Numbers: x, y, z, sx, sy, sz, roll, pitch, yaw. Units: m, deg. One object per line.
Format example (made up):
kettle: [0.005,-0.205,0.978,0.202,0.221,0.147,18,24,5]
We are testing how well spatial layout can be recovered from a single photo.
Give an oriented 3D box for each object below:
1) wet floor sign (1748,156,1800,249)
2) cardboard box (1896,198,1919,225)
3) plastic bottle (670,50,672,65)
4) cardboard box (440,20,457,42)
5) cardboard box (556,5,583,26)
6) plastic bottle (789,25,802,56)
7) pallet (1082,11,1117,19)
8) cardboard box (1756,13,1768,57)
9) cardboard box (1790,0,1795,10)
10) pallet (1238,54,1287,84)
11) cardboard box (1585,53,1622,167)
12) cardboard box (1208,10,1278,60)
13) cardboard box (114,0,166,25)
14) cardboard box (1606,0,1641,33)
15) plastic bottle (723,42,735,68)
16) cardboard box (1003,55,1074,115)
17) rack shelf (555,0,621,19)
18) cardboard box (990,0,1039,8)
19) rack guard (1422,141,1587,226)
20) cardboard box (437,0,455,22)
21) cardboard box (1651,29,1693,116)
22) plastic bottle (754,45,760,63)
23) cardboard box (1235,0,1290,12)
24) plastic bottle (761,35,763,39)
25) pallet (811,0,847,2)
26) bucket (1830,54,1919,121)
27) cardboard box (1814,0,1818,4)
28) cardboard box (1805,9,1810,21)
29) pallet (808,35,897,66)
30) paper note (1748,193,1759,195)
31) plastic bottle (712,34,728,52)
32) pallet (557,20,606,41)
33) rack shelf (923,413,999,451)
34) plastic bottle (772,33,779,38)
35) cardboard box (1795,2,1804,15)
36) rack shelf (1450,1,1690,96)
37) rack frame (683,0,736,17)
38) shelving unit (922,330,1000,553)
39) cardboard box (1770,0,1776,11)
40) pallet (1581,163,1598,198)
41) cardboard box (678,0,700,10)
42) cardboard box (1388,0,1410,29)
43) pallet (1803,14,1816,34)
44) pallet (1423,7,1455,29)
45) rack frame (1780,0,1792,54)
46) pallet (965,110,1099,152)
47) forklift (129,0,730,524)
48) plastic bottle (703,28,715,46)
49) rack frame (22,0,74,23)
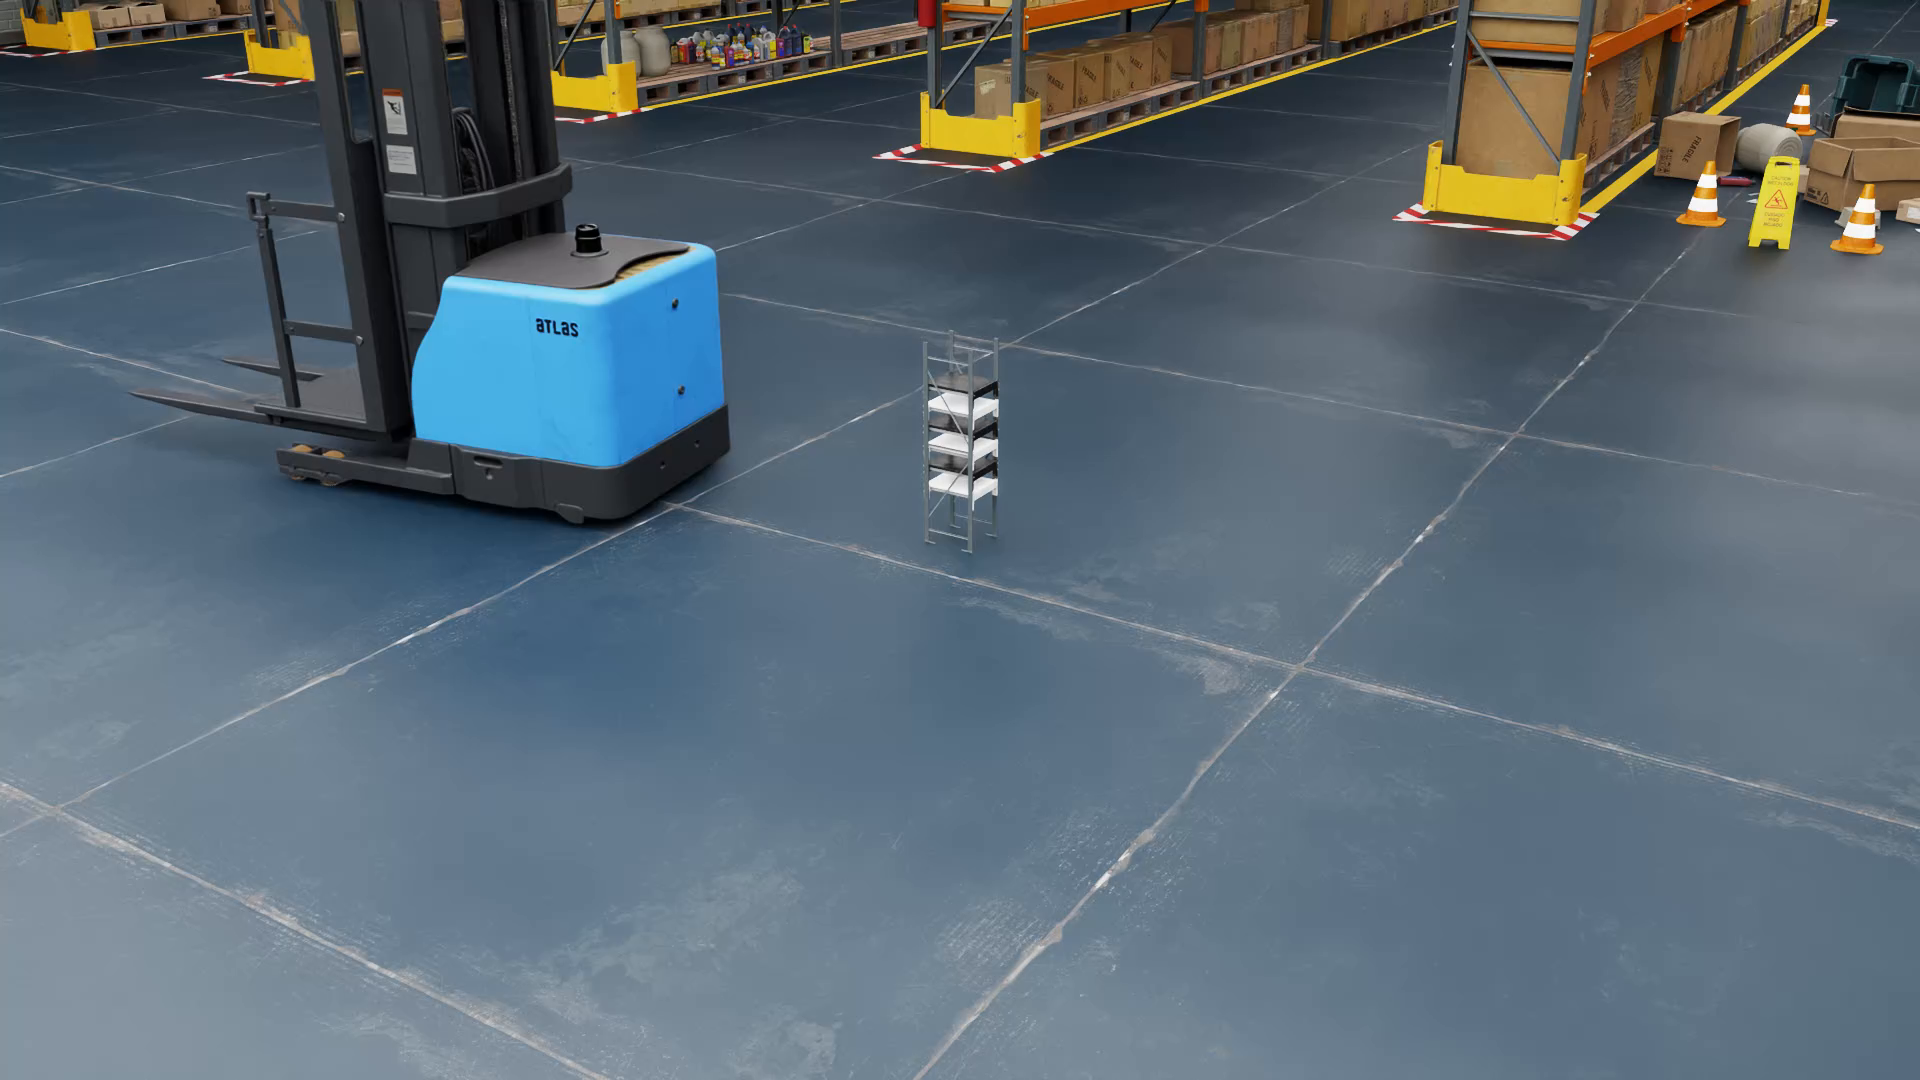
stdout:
wet floor sign: [5.976,-2.482,12.172,0.267,0.644,0.232,9,25,20]
cardboard box: [7.543,-2.541,12.933,0.250,0.149,0.380,-12,26,-26]
plastic bottle: [-3.463,-5.728,19.675,0.097,0.201,0.097,0,23,0]
cardboard box: [-7.001,-6.709,21.905,0.500,0.250,0.500,14,27,29]
cardboard box: [-5.732,-7.503,23.739,0.500,0.250,0.500,13,27,28]
plastic bottle: [-2.044,-6.157,20.478,0.144,0.351,0.185,13,27,28]
pallet: [1.828,-8.618,26.891,1.003,0.211,1.213,14,27,29]
cardboard box: [9.648,-6.263,20.559,0.500,0.500,0.500,13,27,28]
cardboard box: [11.192,-7.348,22.760,0.380,0.149,0.250,15,28,31]
pallet: [3.311,-5.808,20.400,1.003,0.211,1.213,14,27,29]
cardboard box: [5.073,-3.745,14.271,0.875,0.875,0.875,13,27,28]
cardboard box: [3.457,-6.203,20.395,0.700,0.500,0.500,16,28,33]
cardboard box: [-11.734,-7.550,23.745,0.500,0.311,0.500,16,28,33]
cardboard box: [5.140,-4.544,13.781,0.875,0.550,0.550,14,27,29]
plastic bottle: [-2.703,-5.673,19.445,0.061,0.283,0.133,14,27,30]
cardboard box: [0.778,-4.523,16.539,0.500,0.500,0.500,-20,31,-39]
rack shelf: [-3.004,-6.444,19.265,1.077,0.370,4.000,14,27,29]
cardboard box: [0.501,-4.992,15.321,0.380,0.149,0.250,14,27,29]
rack guard: [4.296,-2.832,13.163,1.175,0.500,0.348,14,27,29]
cardboard box: [-7.000,-7.053,21.755,0.500,0.500,0.500,14,27,29]
cardboard box: [6.670,-4.726,16.694,1.050,0.750,0.750,14,27,29]
plastic bottle: [-2.444,-5.815,19.876,0.097,0.201,0.097,0,23,0]
cardboard box: [3.769,-6.746,20.707,0.500,0.250,0.500,17,29,35]
plastic bottle: [-2.543,-6.317,21.034,0.097,0.201,0.097,0,23,0]
pallet: [-2.333,-9.626,29.220,1.003,0.211,1.213,14,27,29]
bucket: [8.306,-4.004,14.930,0.620,0.611,0.726,-6,22,-39]
cardboard box: [12.713,-8.170,25.033,0.380,0.149,0.250,13,27,28]
cardboard box: [12.186,-7.686,24.289,0.380,0.149,0.250,13,26,27]
pallet: [-1.568,-6.442,21.866,1.003,0.211,1.213,14,27,29]
paper note: [6.656,-2.897,13.930,0.123,0.001,0.032,-12,26,-26]
plastic bottle: [-2.912,-5.986,20.175,0.152,0.276,0.135,14,27,29]
pallet: [-5.800,-7.465,24.229,1.003,0.211,1.213,14,27,29]
rack shelf: [0.004,-0.468,7.055,0.258,0.077,0.200,14,27,29]
plastic bottle: [-2.285,-6.081,20.395,0.152,0.276,0.135,14,27,29]
cardboard box: [11.754,-7.558,23.618,0.380,0.149,0.250,14,27,29]
rack shelf: [5.364,-4.332,14.387,1.077,0.370,4.000,14,27,29]
rack frame: [-4.046,-9.838,26.200,1.000,3.000,0.127,14,27,29]
shelving unit: [0.004,-0.416,7.078,0.258,0.900,0.210,14,27,29]
cardboard box: [9.912,-6.771,20.788,0.500,0.250,0.500,13,26,27]
pallet: [4.664,-2.994,13.900,1.003,0.211,1.213,14,27,29]
cardboard box: [-4.385,-8.366,25.731,0.500,0.250,0.500,14,27,28]
cardboard box: [5.687,-7.807,23.653,1.225,0.875,0.875,13,27,27]
pallet: [12.250,-7.815,25.038,1.003,0.211,1.213,14,27,29]
pallet: [6.946,-8.072,25.629,1.003,0.211,1.213,14,27,29]
rack frame: [10.639,-8.037,22.041,1.000,3.000,0.127,14,27,29]
pallet: [0.647,-4.074,16.394,1.003,0.211,1.213,14,27,29]
forklift: [-2.683,-1.779,7.670,3.031,2.935,1.130,9,25,21]
plastic bottle: [-3.051,-6.042,20.213,0.144,0.351,0.185,14,27,29]
rack frame: [-12.476,-8.175,22.358,1.000,3.000,0.127,14,27,29]
